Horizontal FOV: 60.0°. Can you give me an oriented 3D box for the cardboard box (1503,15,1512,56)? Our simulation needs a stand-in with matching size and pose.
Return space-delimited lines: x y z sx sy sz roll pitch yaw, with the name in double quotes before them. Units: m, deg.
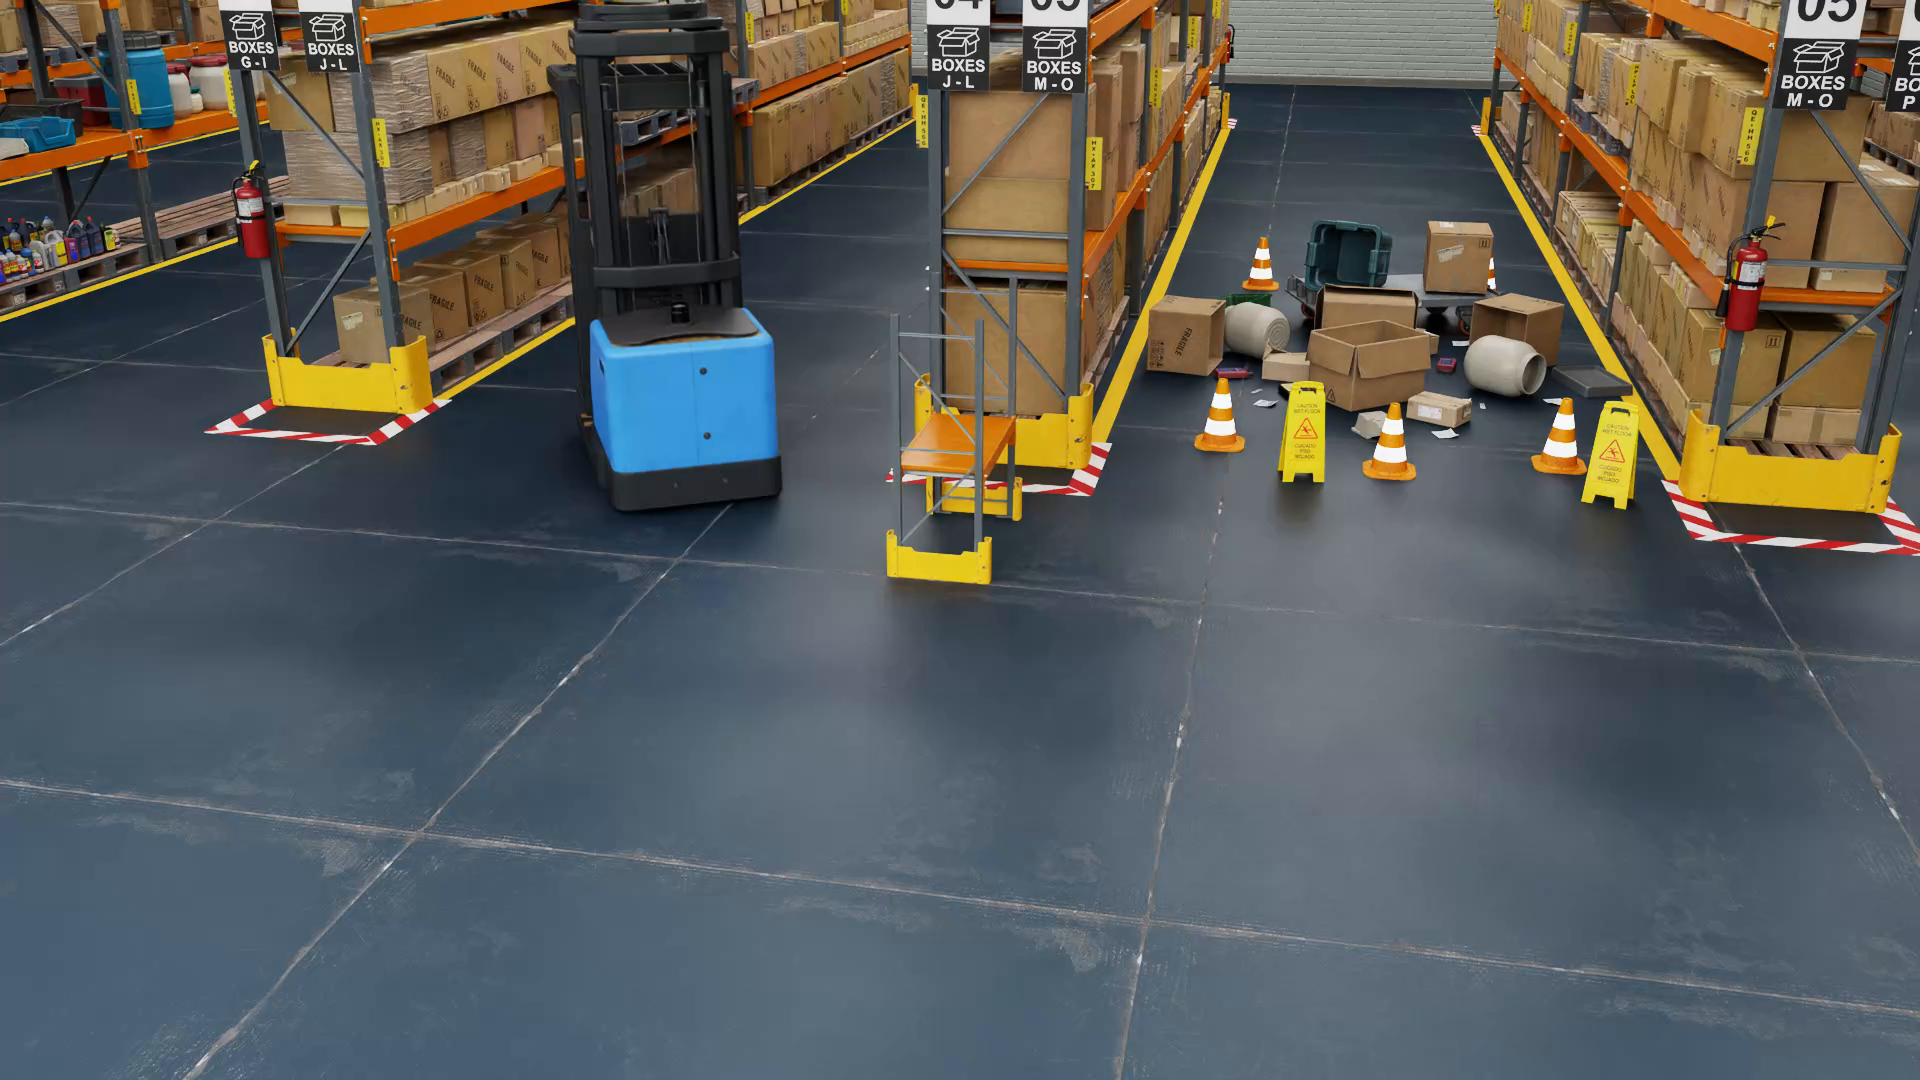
"cardboard box" 7.853 -7.003 23.092 0.500 0.500 0.500 4 22 11

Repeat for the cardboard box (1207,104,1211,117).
"cardboard box" 3.300 -5.994 23.179 0.380 0.149 0.250 5 22 12

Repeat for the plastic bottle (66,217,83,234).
"plastic bottle" -8.560 -2.955 16.132 0.144 0.351 0.185 4 22 11

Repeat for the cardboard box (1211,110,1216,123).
"cardboard box" 3.438 -6.042 23.696 0.380 0.149 0.250 5 22 11

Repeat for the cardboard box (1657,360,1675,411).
"cardboard box" 5.180 -1.054 11.575 0.500 0.250 0.500 5 22 11

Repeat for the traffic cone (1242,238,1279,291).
"traffic cone" 2.866 -2.632 15.769 0.336 0.463 0.334 4 22 11

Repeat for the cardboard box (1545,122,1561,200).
"cardboard box" 7.205 -4.337 18.889 0.875 0.875 0.875 5 22 12

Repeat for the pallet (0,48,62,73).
"pallet" -12.532 -6.232 21.569 1.213 0.211 1.003 4 22 11

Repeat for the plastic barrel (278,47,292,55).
"plastic barrel" -7.754 -5.348 18.968 0.421 0.512 0.421 0 22 0

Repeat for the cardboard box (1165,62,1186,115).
"cardboard box" 2.101 -4.757 17.517 0.500 0.500 0.500 4 22 11

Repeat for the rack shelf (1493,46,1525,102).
"rack shelf" 8.021 -6.416 22.733 1.077 0.370 4.000 4 22 11

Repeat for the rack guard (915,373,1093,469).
"rack guard" 0.293 -0.802 11.176 1.175 0.500 0.348 4 22 11

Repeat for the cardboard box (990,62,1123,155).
"cardboard box" 0.681 -3.076 11.830 0.875 0.550 0.550 4 22 11

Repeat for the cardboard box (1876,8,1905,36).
"cardboard box" 5.550 -3.001 9.612 0.380 0.149 0.250 4 22 11

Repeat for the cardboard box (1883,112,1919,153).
"cardboard box" 12.654 -5.428 22.100 0.500 0.500 0.500 5 22 12

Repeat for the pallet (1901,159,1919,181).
"pallet" 12.614 -4.599 20.991 1.003 0.211 1.213 4 22 11

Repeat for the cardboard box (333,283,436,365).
"cardboard box" -4.393 -1.648 12.714 0.500 0.500 0.500 9 24 21

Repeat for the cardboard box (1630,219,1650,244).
"cardboard box" 5.512 -2.425 13.105 0.380 0.149 0.250 5 22 12

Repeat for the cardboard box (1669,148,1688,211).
"cardboard box" 5.340 -2.583 11.721 0.500 0.500 0.500 5 22 12

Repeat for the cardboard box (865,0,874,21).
"cardboard box" -1.531 -7.716 23.796 0.500 0.500 0.500 4 22 9

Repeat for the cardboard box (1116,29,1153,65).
"cardboard box" 1.416 -4.499 15.536 0.700 0.500 0.500 5 22 11

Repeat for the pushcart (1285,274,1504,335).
"pushcart" 3.739 -2.032 14.394 1.648 0.377 0.936 -3 22 -8

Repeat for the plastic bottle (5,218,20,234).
"plastic bottle" -9.140 -2.938 16.089 0.144 0.351 0.185 5 22 12

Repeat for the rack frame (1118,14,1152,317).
"rack frame" 1.114 -3.433 14.363 1.000 3.000 0.127 4 22 11

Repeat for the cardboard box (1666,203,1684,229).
"cardboard box" 5.308 -2.324 11.946 0.380 0.149 0.250 4 22 11

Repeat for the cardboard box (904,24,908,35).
"cardboard box" -1.022 -7.965 25.952 0.380 0.149 0.250 5 22 12

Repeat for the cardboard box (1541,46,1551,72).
"cardboard box" 6.938 -5.481 18.980 0.500 0.250 0.500 4 22 9

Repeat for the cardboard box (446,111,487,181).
"cardboard box" -4.269 -3.140 13.104 0.875 0.500 0.500 4 22 11

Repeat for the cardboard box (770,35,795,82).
"cardboard box" -2.335 -5.891 20.332 0.500 0.500 0.500 4 22 10

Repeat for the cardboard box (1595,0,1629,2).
"cardboard box" 7.547 -5.973 19.196 0.500 0.500 0.500 5 23 13

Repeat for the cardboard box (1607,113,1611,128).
"cardboard box" 6.038 -3.752 14.930 0.380 0.149 0.250 4 22 11

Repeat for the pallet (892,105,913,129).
"pallet" -1.359 -6.645 26.071 1.003 0.211 1.213 4 22 11

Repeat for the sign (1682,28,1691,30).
"sign" 7.330 -5.018 16.855 0.100 0.325 0.005 4 22 11

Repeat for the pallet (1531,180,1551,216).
"pallet" 7.283 -3.990 19.477 1.003 0.211 1.213 4 22 11

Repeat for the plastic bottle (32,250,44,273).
"plastic bottle" -8.558 -2.582 15.406 0.097 0.201 0.097 0 22 0

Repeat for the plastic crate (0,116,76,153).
"plastic crate" -8.530 -3.731 15.303 0.499 0.251 0.616 4 22 11

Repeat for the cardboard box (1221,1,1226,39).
"cardboard box" 3.519 -7.448 23.800 0.500 0.500 0.500 5 22 11

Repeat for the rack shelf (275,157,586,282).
"rack shelf" -4.129 -2.783 13.712 1.077 0.370 4.000 4 22 11

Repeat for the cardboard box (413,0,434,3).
"cardboard box" -4.086 -4.053 12.087 0.500 0.250 0.500 4 22 10

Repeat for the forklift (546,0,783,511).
"forklift" -2.058 -2.056 11.036 1.130 2.935 3.031 -7 23 -17

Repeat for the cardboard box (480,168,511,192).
"cardboard box" -3.844 -2.896 13.366 0.380 0.149 0.250 4 22 11

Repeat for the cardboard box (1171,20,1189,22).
"cardboard box" 2.747 -6.359 20.605 0.380 0.149 0.250 4 22 9

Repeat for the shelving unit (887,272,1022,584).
"shelving unit" -0.016 -0.668 9.504 0.587 1.500 1.083 4 22 11

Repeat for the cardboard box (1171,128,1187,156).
"cardboard box" 2.308 -4.513 18.824 0.500 0.250 0.500 3 22 8

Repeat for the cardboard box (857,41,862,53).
"cardboard box" -1.596 -6.933 23.389 0.380 0.149 0.250 5 23 13

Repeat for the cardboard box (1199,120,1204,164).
"cardboard box" 2.842 -5.104 21.297 0.500 0.500 0.500 4 22 10

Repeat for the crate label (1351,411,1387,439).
"crate label" 2.933 -0.810 11.682 0.250 0.136 0.298 -7 23 -17

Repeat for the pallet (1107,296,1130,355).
"pallet" 0.883 -1.868 14.208 1.003 0.211 1.213 4 22 11

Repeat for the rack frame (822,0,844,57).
"rack frame" -2.088 -6.774 22.658 1.000 3.000 0.127 4 22 11

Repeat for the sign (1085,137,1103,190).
"sign" 0.840 -2.364 10.444 0.100 0.325 0.005 4 22 11

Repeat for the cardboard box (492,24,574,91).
"cardboard box" -3.644 -4.128 14.218 0.500 0.500 0.500 4 22 11

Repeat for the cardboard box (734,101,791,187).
"cardboard box" -2.743 -4.771 19.967 1.225 0.875 0.875 3 22 8

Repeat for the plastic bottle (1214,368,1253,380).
"plastic bottle" 2.140 -1.303 13.008 0.283 0.061 0.133 -3 22 -8

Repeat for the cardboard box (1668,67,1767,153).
"cardboard box" 5.169 -2.861 11.071 0.700 0.500 0.500 4 22 10

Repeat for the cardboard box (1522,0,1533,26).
"cardboard box" 7.439 -6.722 21.058 0.500 0.500 0.500 4 22 10

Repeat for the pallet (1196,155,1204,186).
"pallet" 2.589 -4.781 21.442 1.003 0.211 1.213 4 22 11

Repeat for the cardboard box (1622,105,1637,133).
"cardboard box" 5.850 -3.659 13.828 0.500 0.500 0.500 4 22 10
